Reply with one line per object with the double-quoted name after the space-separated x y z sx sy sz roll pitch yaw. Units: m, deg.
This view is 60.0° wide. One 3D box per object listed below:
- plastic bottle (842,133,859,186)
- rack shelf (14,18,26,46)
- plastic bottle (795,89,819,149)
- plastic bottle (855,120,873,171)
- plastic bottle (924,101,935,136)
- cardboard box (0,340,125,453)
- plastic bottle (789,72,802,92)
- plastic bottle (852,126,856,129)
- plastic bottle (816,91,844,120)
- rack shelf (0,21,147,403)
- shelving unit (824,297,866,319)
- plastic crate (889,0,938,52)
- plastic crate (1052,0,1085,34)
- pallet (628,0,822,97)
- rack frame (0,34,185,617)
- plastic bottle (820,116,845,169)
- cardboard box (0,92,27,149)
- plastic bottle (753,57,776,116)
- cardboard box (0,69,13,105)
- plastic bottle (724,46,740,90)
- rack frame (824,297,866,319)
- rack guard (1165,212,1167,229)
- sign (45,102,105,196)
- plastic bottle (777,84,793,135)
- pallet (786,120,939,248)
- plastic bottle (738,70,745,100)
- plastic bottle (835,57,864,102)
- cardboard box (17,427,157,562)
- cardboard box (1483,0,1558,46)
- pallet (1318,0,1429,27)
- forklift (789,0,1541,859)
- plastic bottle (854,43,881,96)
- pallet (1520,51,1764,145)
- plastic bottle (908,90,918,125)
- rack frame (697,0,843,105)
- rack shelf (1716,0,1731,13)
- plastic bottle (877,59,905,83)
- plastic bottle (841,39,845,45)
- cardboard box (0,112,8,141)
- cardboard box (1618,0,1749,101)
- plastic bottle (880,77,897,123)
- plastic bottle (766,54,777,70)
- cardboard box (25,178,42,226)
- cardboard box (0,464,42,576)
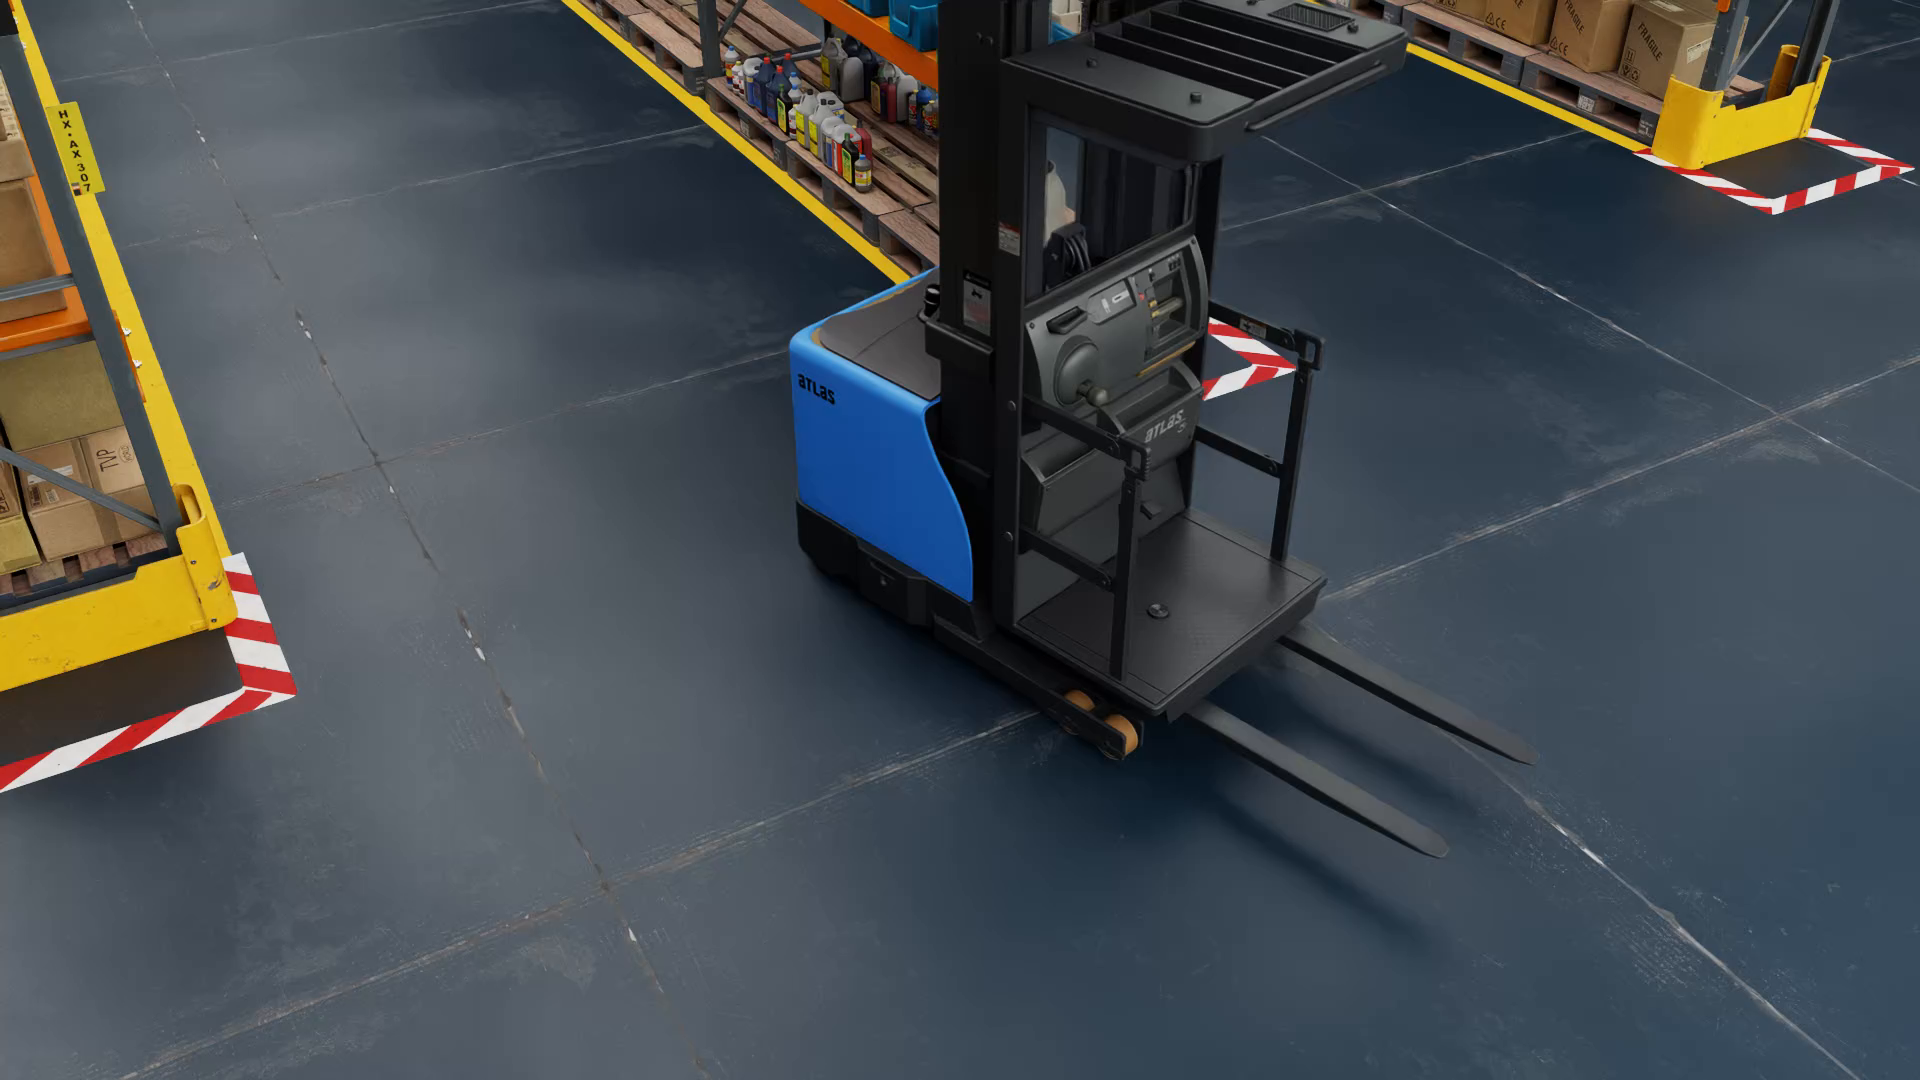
-0.635 -2.216 9.670 0.061 0.283 0.133 -18 40 -23 "plastic bottle"
-6.558 -3.577 10.215 1.077 0.370 4.000 -19 40 -24 "rack shelf"
-0.913 -2.574 10.104 0.144 0.351 0.185 -19 40 -24 "plastic bottle"
-0.572 -2.330 9.827 0.061 0.283 0.133 -19 40 -24 "plastic bottle"
-0.173 -2.615 10.287 0.097 0.201 0.097 0 36 0 "plastic bottle"
-3.874 -0.764 7.092 0.500 0.500 0.500 -19 40 -24 "cardboard box"
-1.045 -2.817 10.504 0.097 0.271 0.097 0 36 0 "plastic bottle"
-0.635 -2.382 9.968 0.097 0.201 0.097 0 36 0 "plastic bottle"
-0.798 -2.601 10.204 0.152 0.276 0.135 -19 40 -24 "plastic bottle"
-4.548 -1.538 7.422 1.077 0.370 4.000 -19 40 -24 "rack shelf"
-0.416 -0.587 7.291 0.210 0.900 0.258 30 45 34 "shelving unit"
-0.090 -2.713 8.548 0.499 0.251 0.408 -19 40 -24 "plastic crate"
0.570 -2.719 8.653 0.298 0.136 0.250 -19 40 -24 "plastic crate"
-1.697 -3.577 11.968 1.003 0.211 1.213 -19 40 -24 "pallet"
-3.544 -0.808 5.813 1.000 3.000 0.127 -19 40 -24 "rack frame"
-0.733 -2.366 9.882 0.152 0.276 0.135 -20 41 -25 "plastic bottle"
-3.690 -1.508 6.137 0.380 0.149 0.250 -20 41 -25 "cardboard box"
-1.222 -2.887 10.533 0.144 0.351 0.185 -18 40 -23 "plastic bottle"
-3.939 -1.765 6.489 0.380 0.149 0.250 -20 40 -25 "cardboard box"
-1.487 -3.097 10.888 0.097 0.271 0.097 0 36 0 "plastic bottle"
-0.490 -0.629 7.348 0.006 0.900 0.240 30 45 34 "rack frame"
0.662 -1.289 8.591 1.175 0.500 0.348 -19 40 -24 "rack guard"
-3.061 -1.351 5.756 0.100 0.325 0.005 -19 40 -24 "sign"
-1.080 -2.667 10.289 0.061 0.283 0.133 -17 39 -22 "plastic bottle"
-0.350 -2.210 10.097 1.003 0.211 1.213 -19 40 -24 "pallet"
-1.385 -2.965 10.766 0.097 0.201 0.097 0 36 0 "plastic bottle"
-0.715 -2.994 10.742 0.152 0.276 0.135 -19 40 -24 "plastic bottle"
-3.621 -0.207 6.965 0.500 0.250 0.500 -19 40 -24 "cardboard box"
4.096 -3.845 11.734 0.500 0.500 0.500 -15 39 -20 "cardboard box"
3.382 -4.323 12.991 1.003 0.211 1.213 -19 40 -24 "pallet"
0.719 -0.722 5.754 3.031 2.935 1.130 30 45 34 "forklift"
-0.599 -3.081 10.798 0.144 0.351 0.185 -21 41 -26 "plastic bottle"
4.608 -3.079 11.287 1.003 0.211 1.213 -19 40 -24 "pallet"
-0.276 -2.720 10.430 0.097 0.201 0.097 0 36 0 "plastic bottle"
-1.269 -4.314 10.613 1.000 3.000 0.127 -19 40 -24 "rack frame"
4.019 -4.471 11.438 1.077 0.370 4.000 -19 40 -24 "rack shelf"
-0.437 -2.916 10.572 0.144 0.351 0.185 -19 40 -24 "plastic bottle"
-0.742 -3.247 11.082 0.061 0.283 0.133 -17 39 -22 "plastic bottle"
-3.794 -1.641 5.769 0.700 0.500 0.500 -19 40 -24 "cardboard box"
4.724 -3.225 10.886 0.500 0.500 0.500 -12 38 -16 "cardboard box"
-0.451 -2.773 10.434 0.061 0.283 0.133 -19 40 -24 "plastic bottle"
-1.210 -2.977 10.713 0.061 0.283 0.133 -19 40 -24 "plastic bottle"
-4.035 -1.357 6.480 0.700 0.500 0.500 -18 40 -23 "cardboard box"
-4.068 -0.053 6.755 0.500 0.250 0.500 -19 40 -24 "cardboard box"
